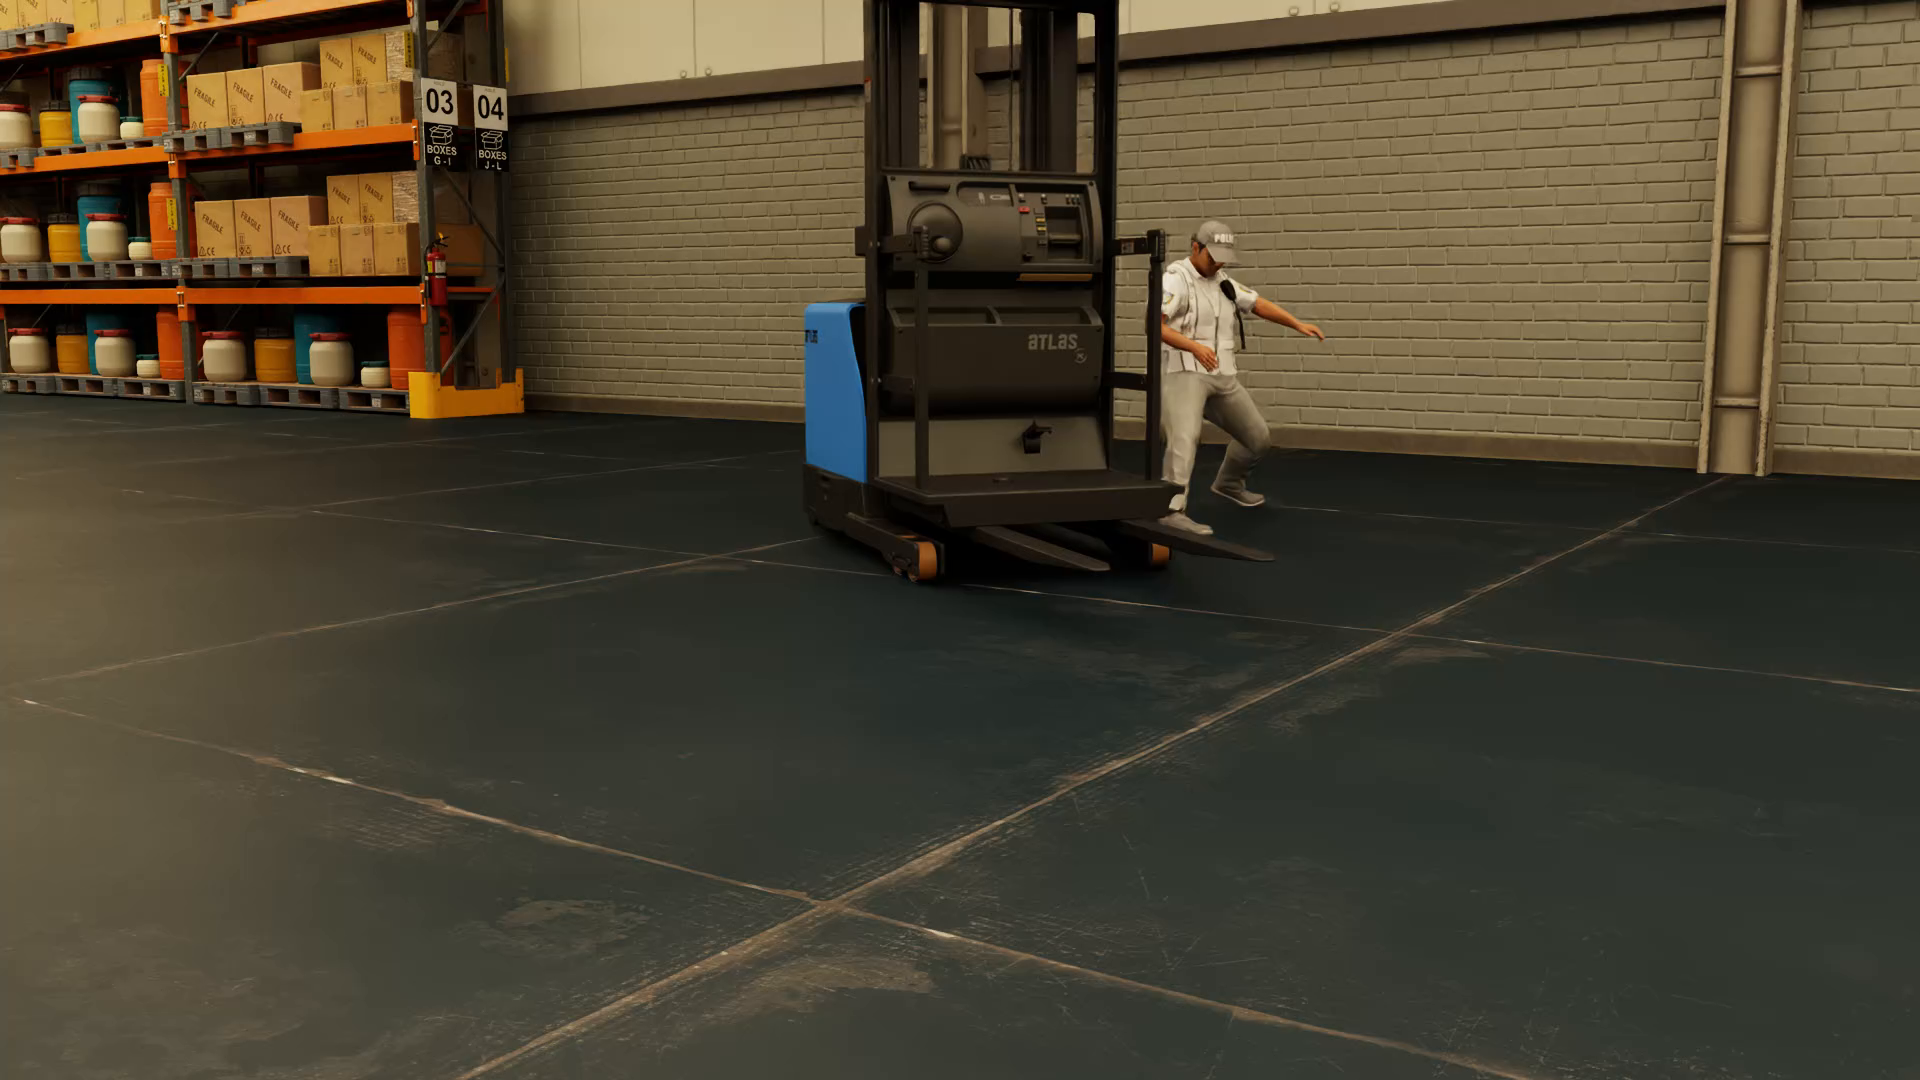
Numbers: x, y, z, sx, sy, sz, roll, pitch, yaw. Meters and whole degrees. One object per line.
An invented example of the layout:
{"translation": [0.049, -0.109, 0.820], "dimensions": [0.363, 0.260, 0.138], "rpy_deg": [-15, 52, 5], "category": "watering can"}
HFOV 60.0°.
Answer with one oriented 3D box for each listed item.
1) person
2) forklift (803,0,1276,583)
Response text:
{"translation": [1.290, -0.821, 8.163], "dimensions": [1.207, 1.467, 0.908], "rpy_deg": [-6, 10, -36], "category": "person"}
{"translation": [0.225, -1.350, 6.684], "dimensions": [1.130, 2.935, 3.031], "rpy_deg": [-3, 9, -20], "category": "forklift"}
